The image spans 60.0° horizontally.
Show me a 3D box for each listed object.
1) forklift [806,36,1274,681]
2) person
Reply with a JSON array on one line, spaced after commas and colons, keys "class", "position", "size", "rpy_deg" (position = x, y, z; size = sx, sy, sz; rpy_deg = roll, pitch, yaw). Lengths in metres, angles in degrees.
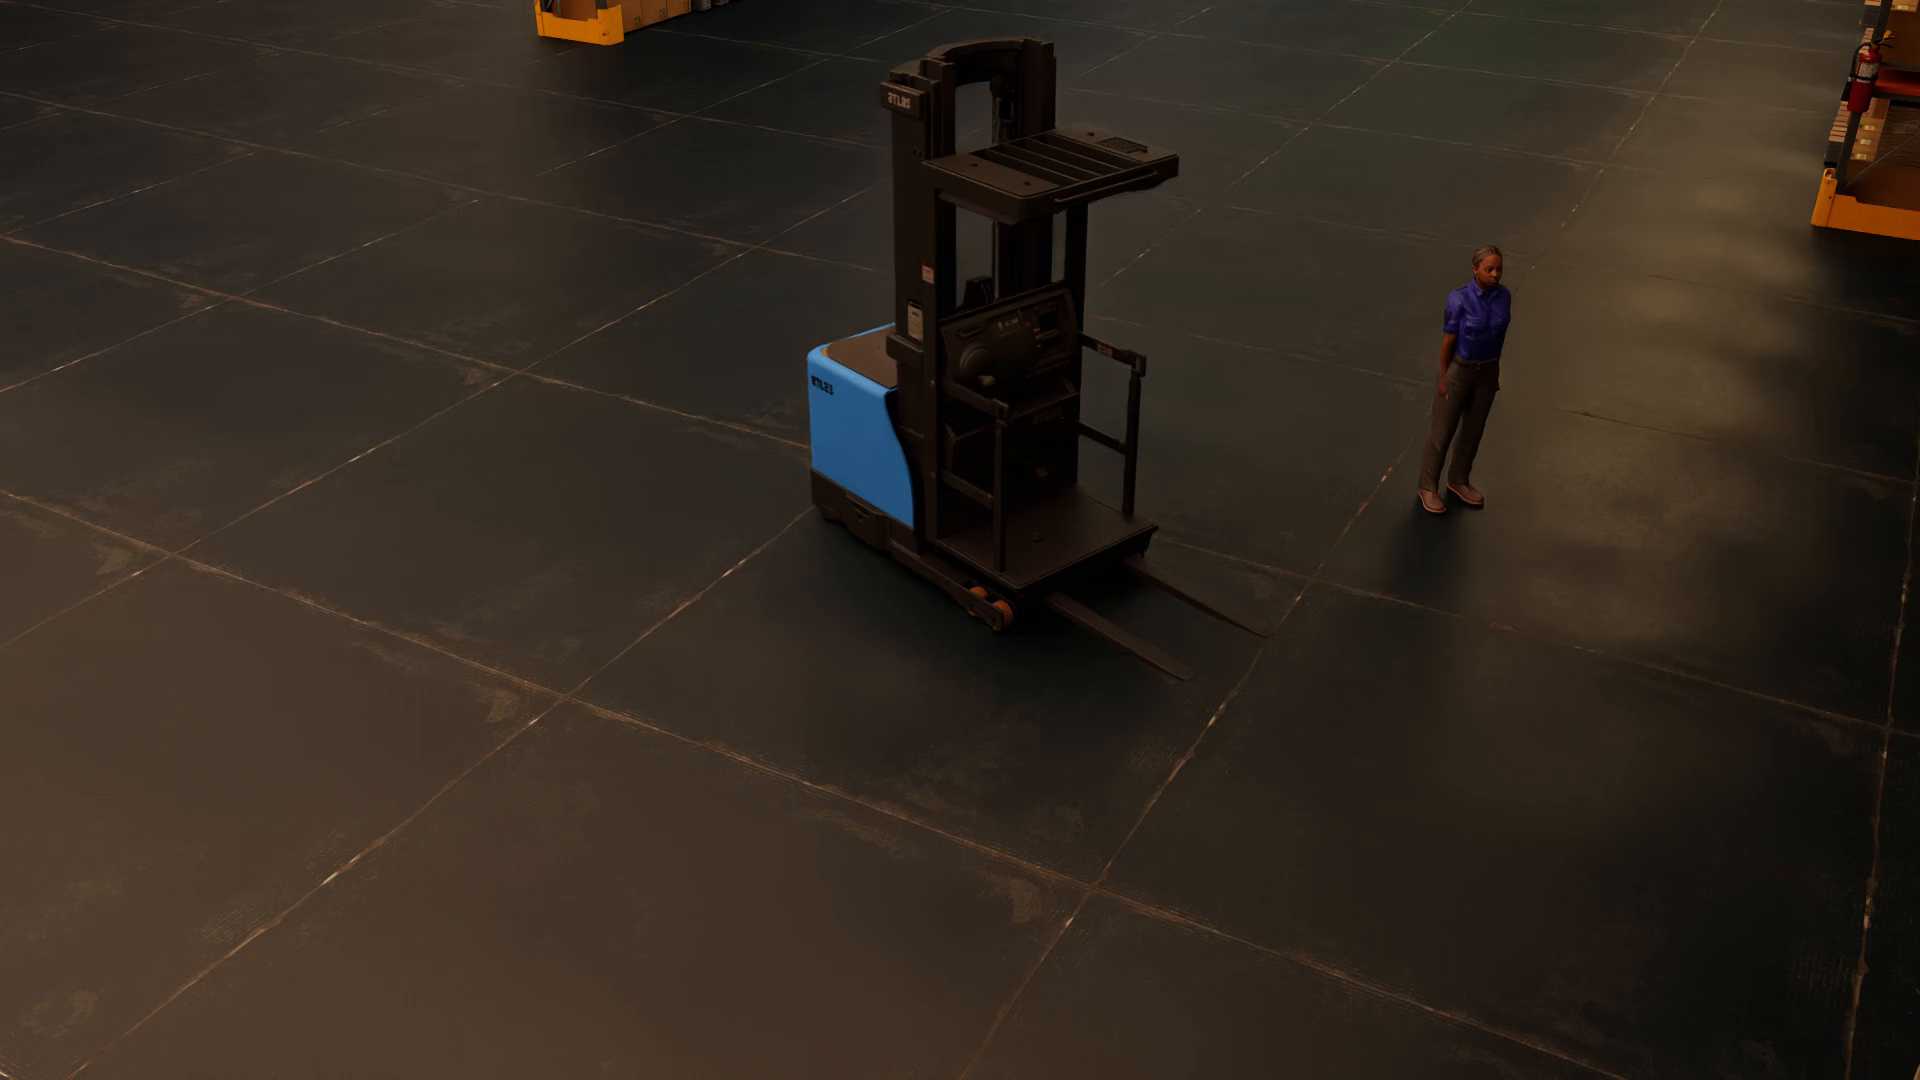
[{"class": "forklift", "position": [0.415, -1.056, 8.900], "size": [1.130, 2.935, 3.031], "rpy_deg": [-23, 37, -34]}, {"class": "person", "position": [3.077, -0.975, 10.038], "size": [0.453, 1.660, 0.339], "rpy_deg": [-10, 31, -17]}]
